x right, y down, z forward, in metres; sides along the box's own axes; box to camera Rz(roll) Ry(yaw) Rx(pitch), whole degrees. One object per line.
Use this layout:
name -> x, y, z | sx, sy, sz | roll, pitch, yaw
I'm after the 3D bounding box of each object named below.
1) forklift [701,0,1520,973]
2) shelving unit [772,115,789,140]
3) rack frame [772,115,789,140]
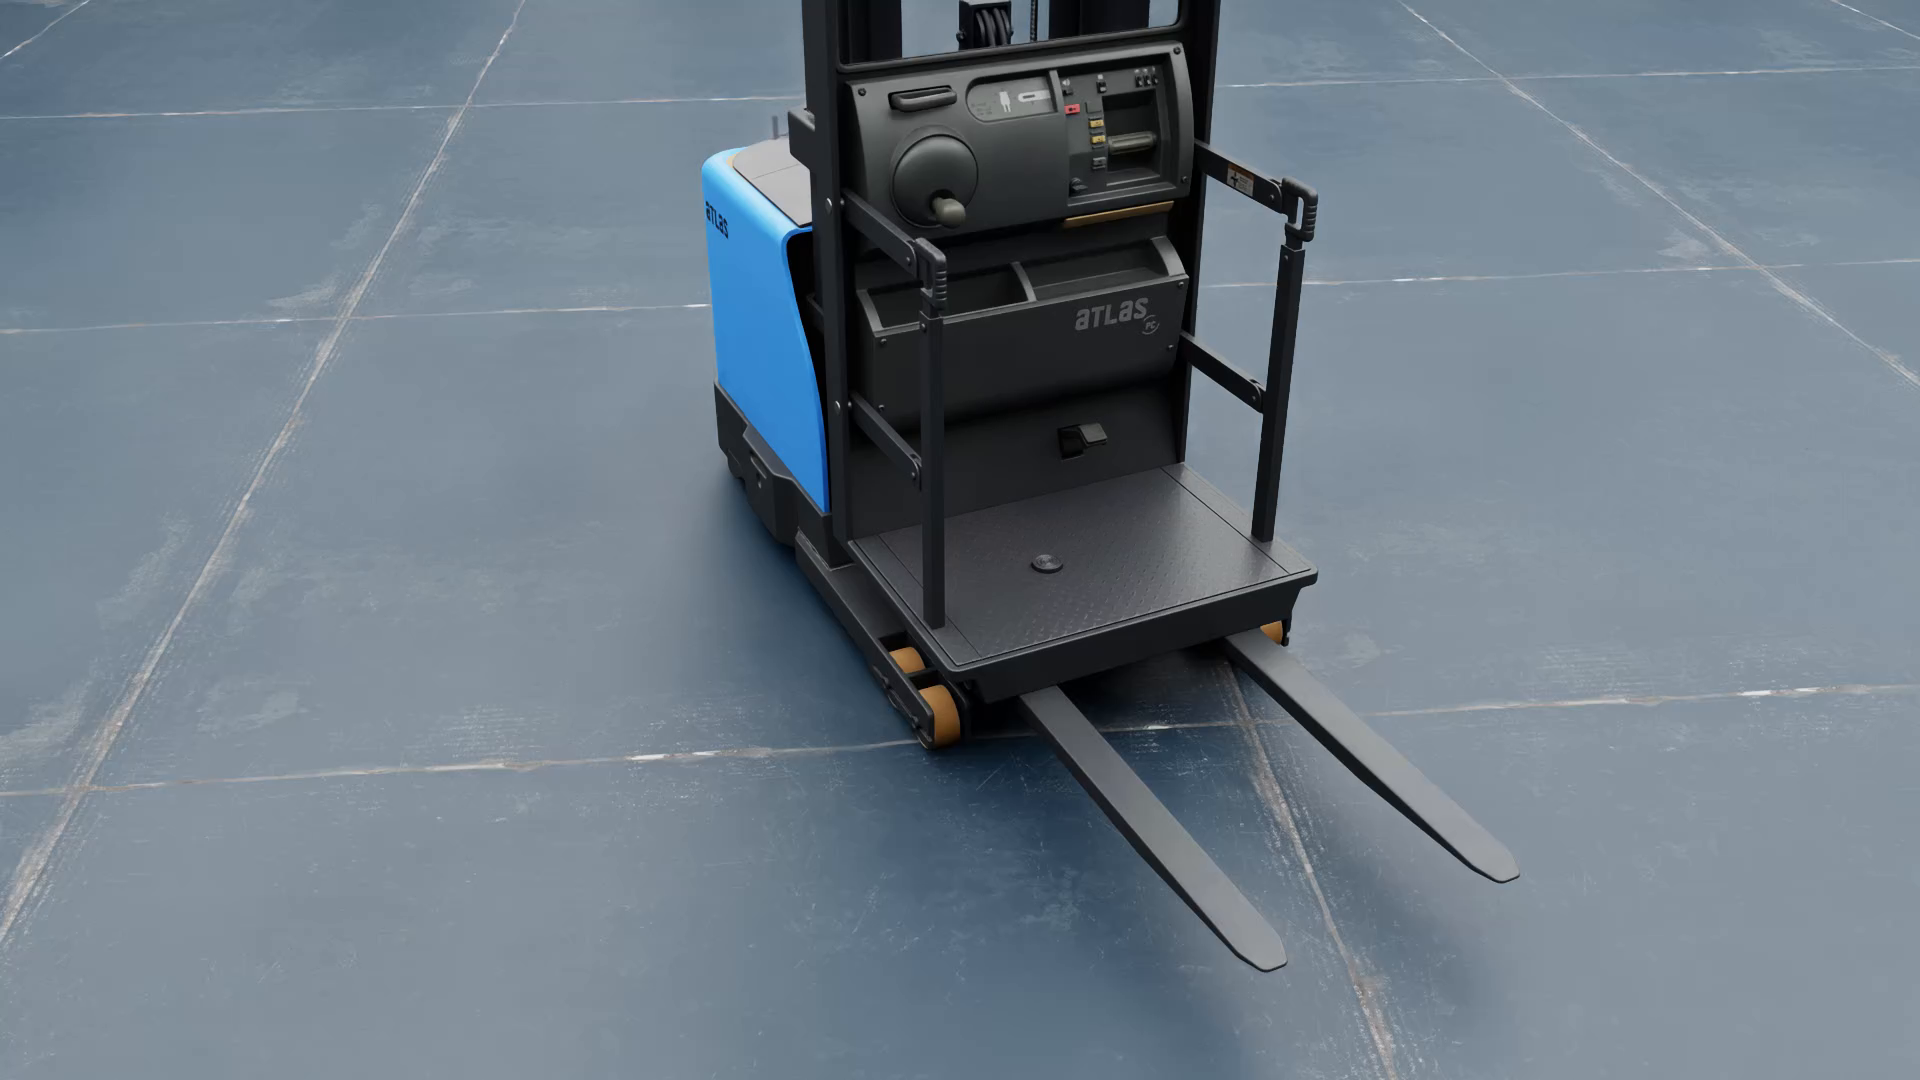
forklift -> 0.267, -0.970, 4.016 | 1.130, 2.935, 3.031 | -14, 33, -22
shelving unit -> -0.479, -0.935, 5.780 | 0.215, 1.050, 0.252 | -13, 31, -21
rack frame -> -0.530, -0.986, 5.878 | 0.200, 1.050, 0.008 | -13, 31, -21
